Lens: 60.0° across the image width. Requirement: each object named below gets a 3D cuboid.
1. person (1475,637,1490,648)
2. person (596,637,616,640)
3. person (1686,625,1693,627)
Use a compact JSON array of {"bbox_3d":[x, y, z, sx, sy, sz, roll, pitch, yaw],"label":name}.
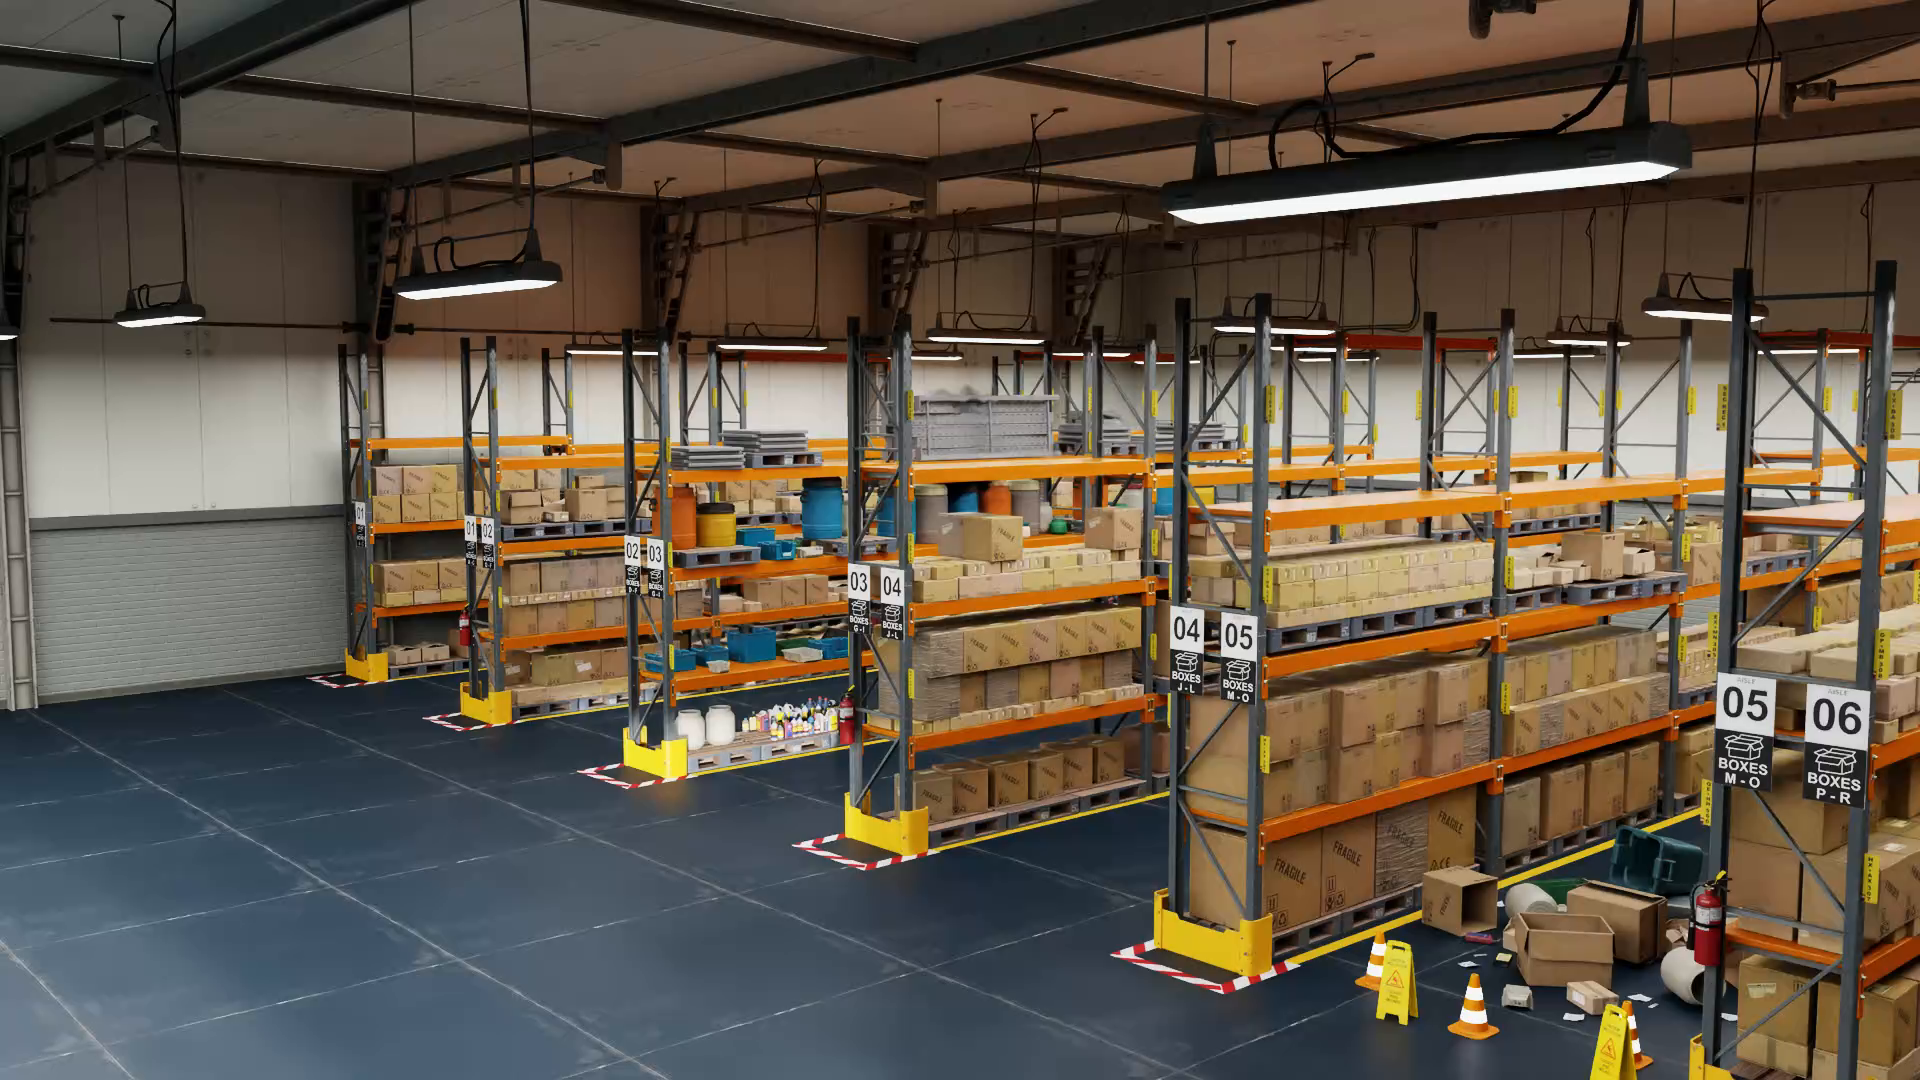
[{"bbox_3d":[7.409,2.171,23.704,0.680,1.750,0.626,5,7,42],"label":"person"},{"bbox_3d":[-6.267,1.672,29.497,0.677,1.745,0.908,5,7,43],"label":"person"},{"bbox_3d":[11.167,2.111,25.341,0.721,1.647,0.509,-4,6,-35],"label":"person"}]
